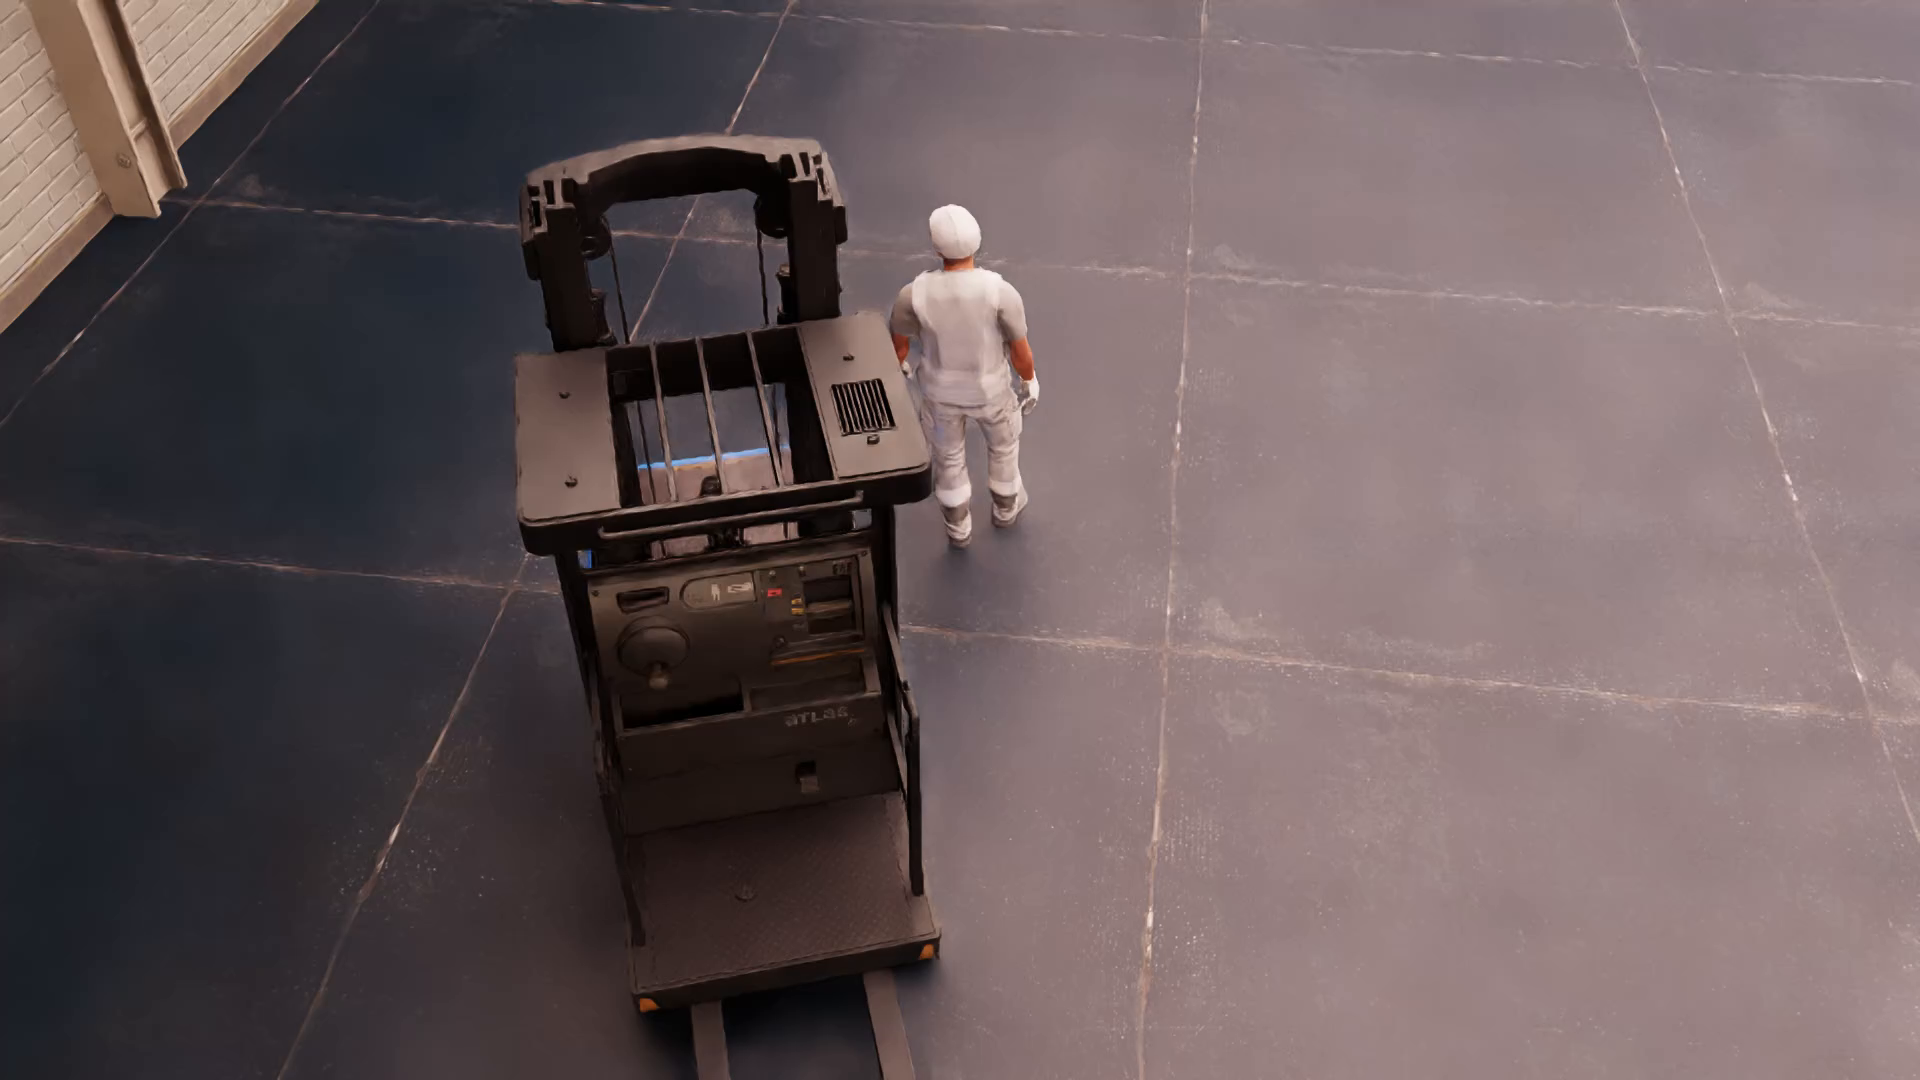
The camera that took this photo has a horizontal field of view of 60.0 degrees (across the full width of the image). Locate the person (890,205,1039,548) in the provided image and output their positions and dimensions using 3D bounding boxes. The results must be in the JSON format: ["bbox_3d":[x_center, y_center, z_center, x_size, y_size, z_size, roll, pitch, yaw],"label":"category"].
[{"bbox_3d":[0.018,-0.742,7.380,0.678,1.791,0.531,3,43,4],"label":"person"}]

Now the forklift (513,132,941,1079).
[{"bbox_3d":[-0.696,0.342,5.352,1.130,2.935,3.031,-8,43,-9],"label":"forklift"}]
